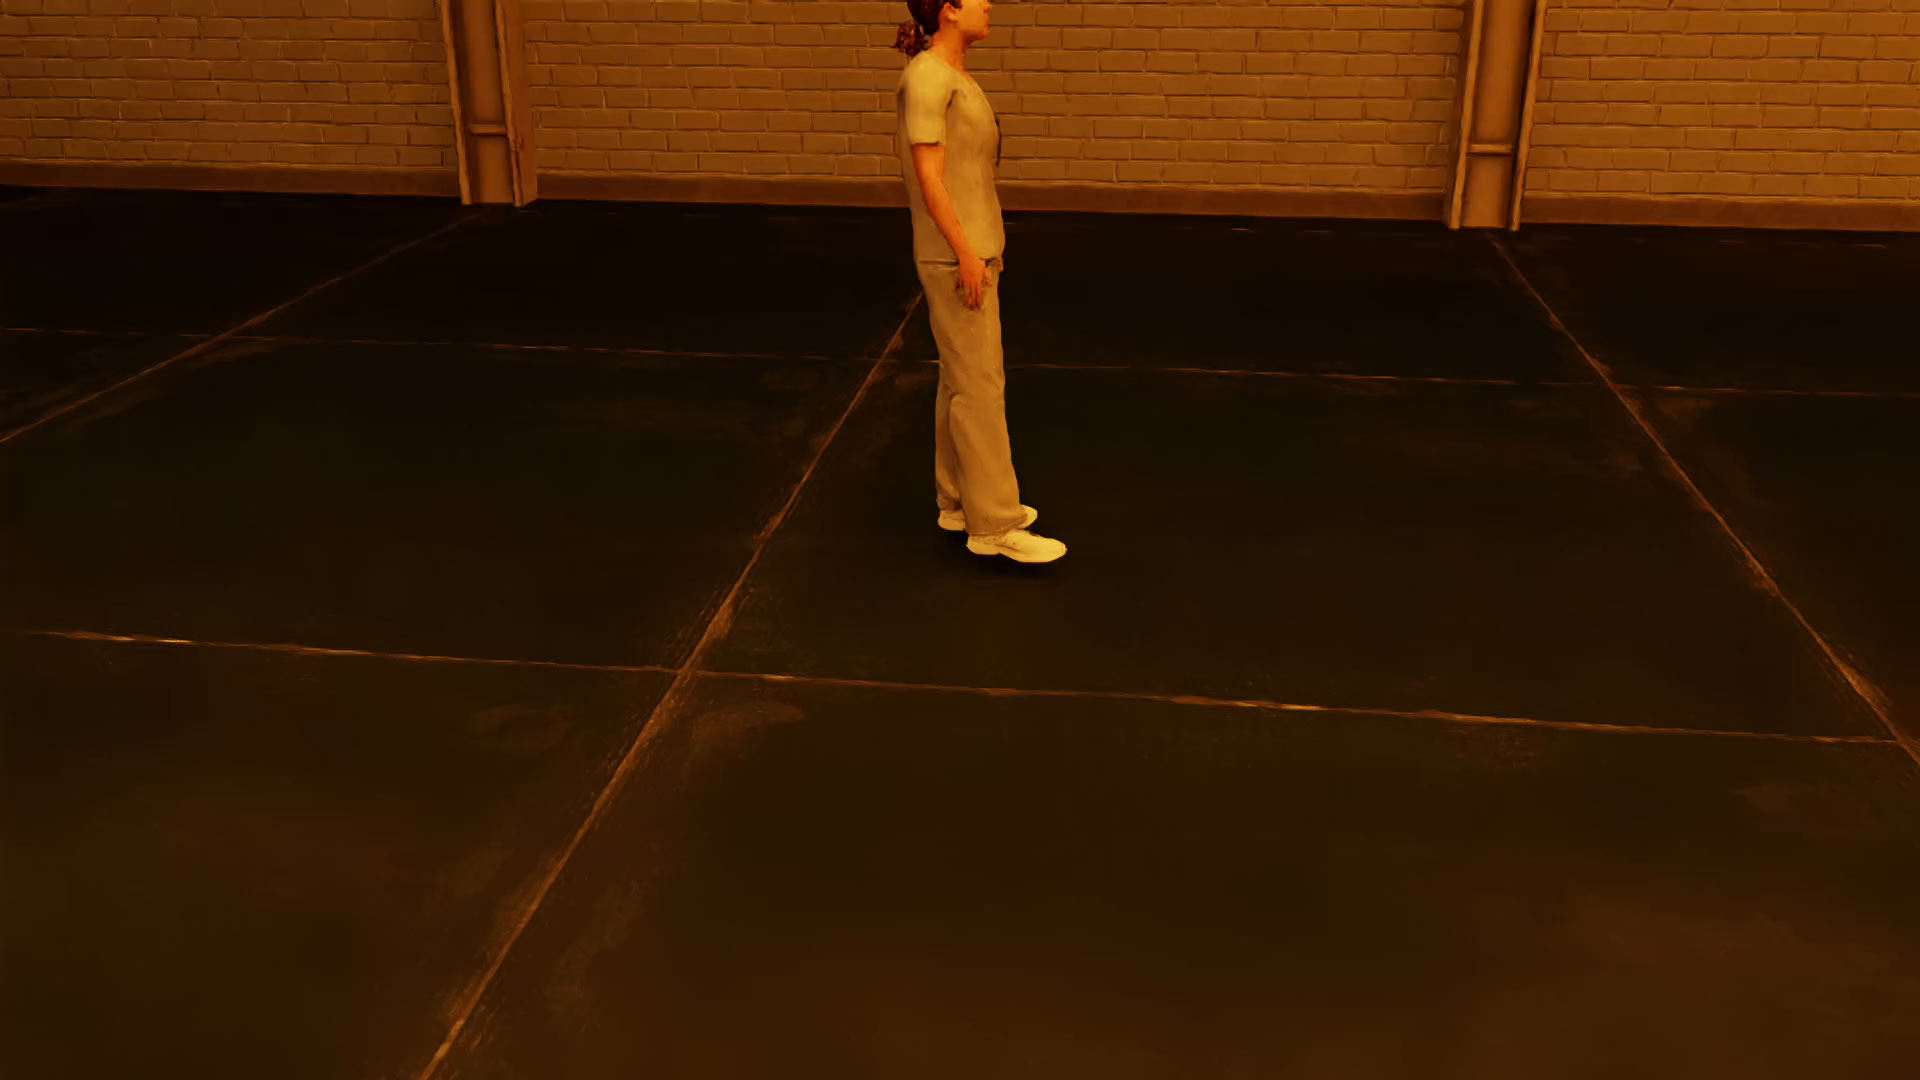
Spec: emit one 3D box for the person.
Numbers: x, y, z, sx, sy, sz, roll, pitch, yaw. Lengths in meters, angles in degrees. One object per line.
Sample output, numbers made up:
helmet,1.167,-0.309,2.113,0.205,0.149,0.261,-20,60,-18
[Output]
person,0.071,-0.812,4.826,0.549,1.673,0.550,3,22,7
